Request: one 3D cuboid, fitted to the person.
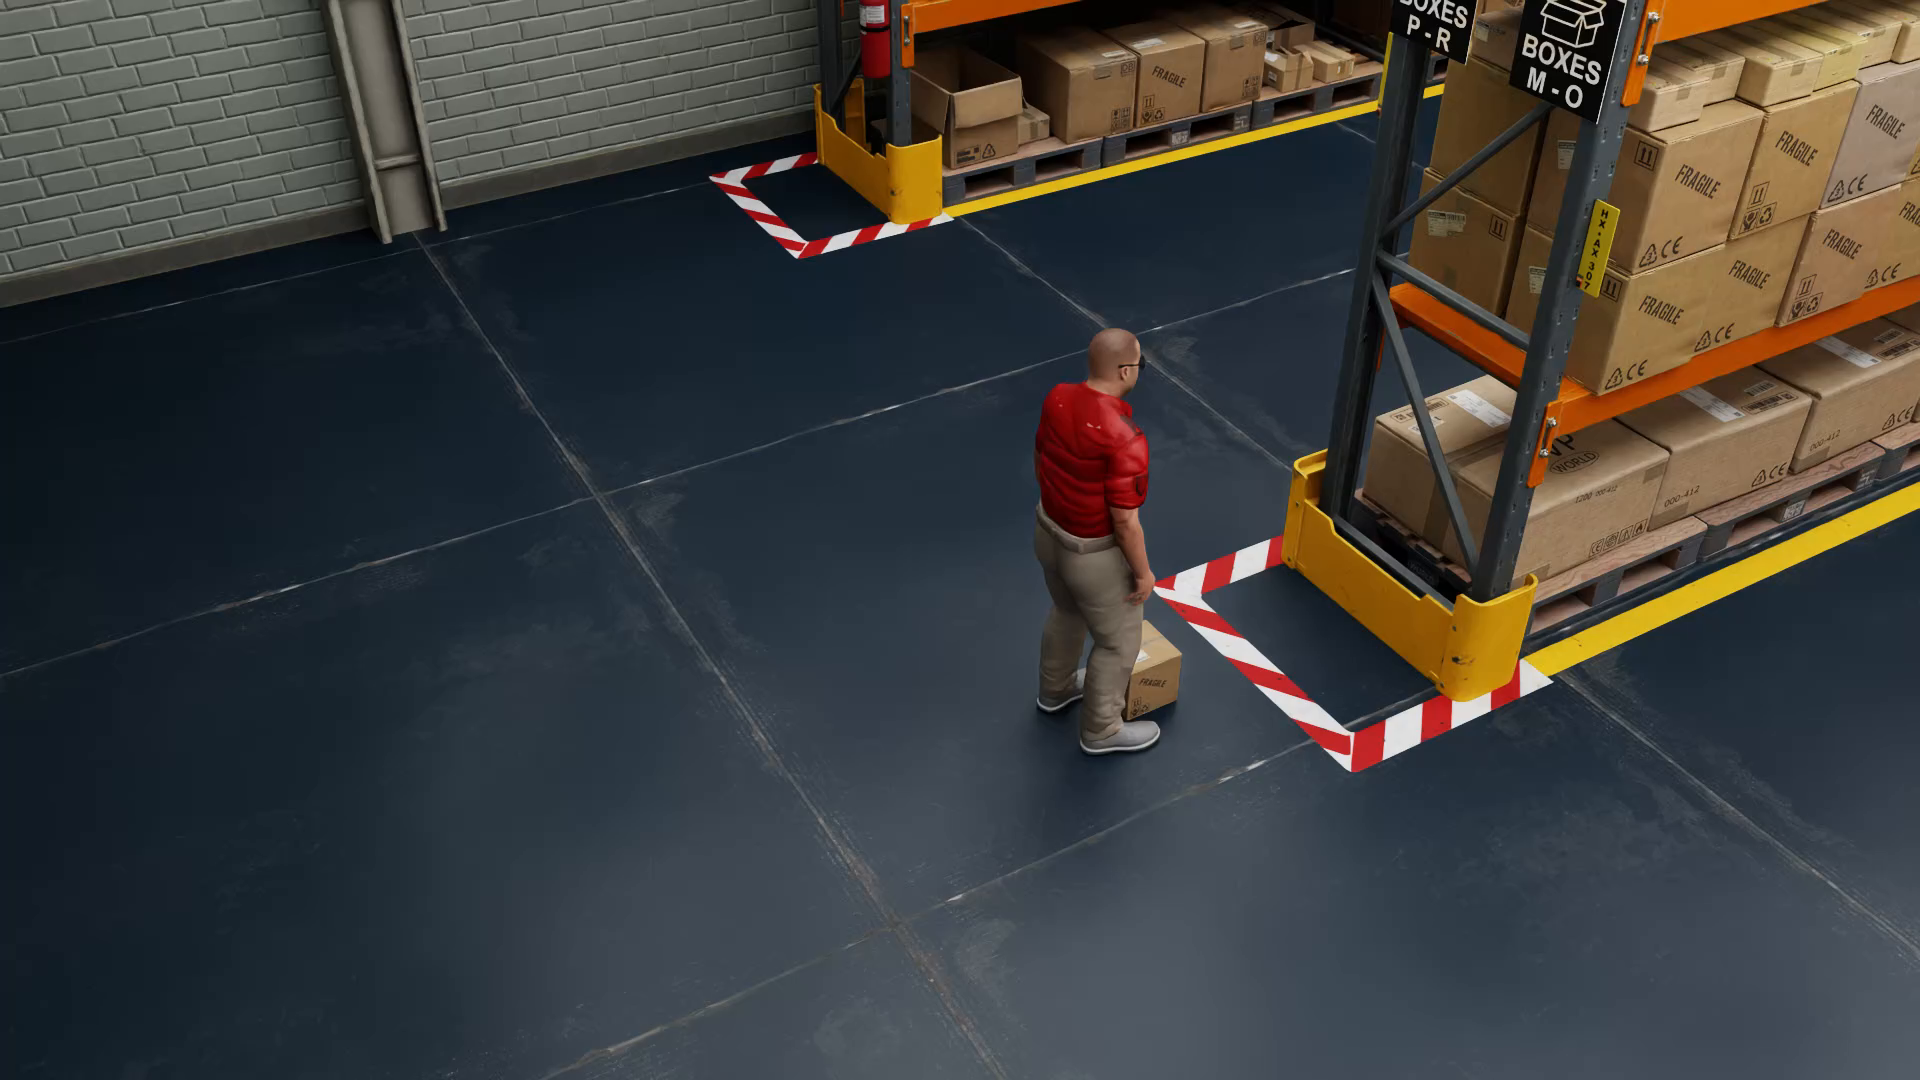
[{"bbox_3d":[0.495,0.012,6.145,0.390,1.726,0.588,-21,41,-26],"label":"person"}]
